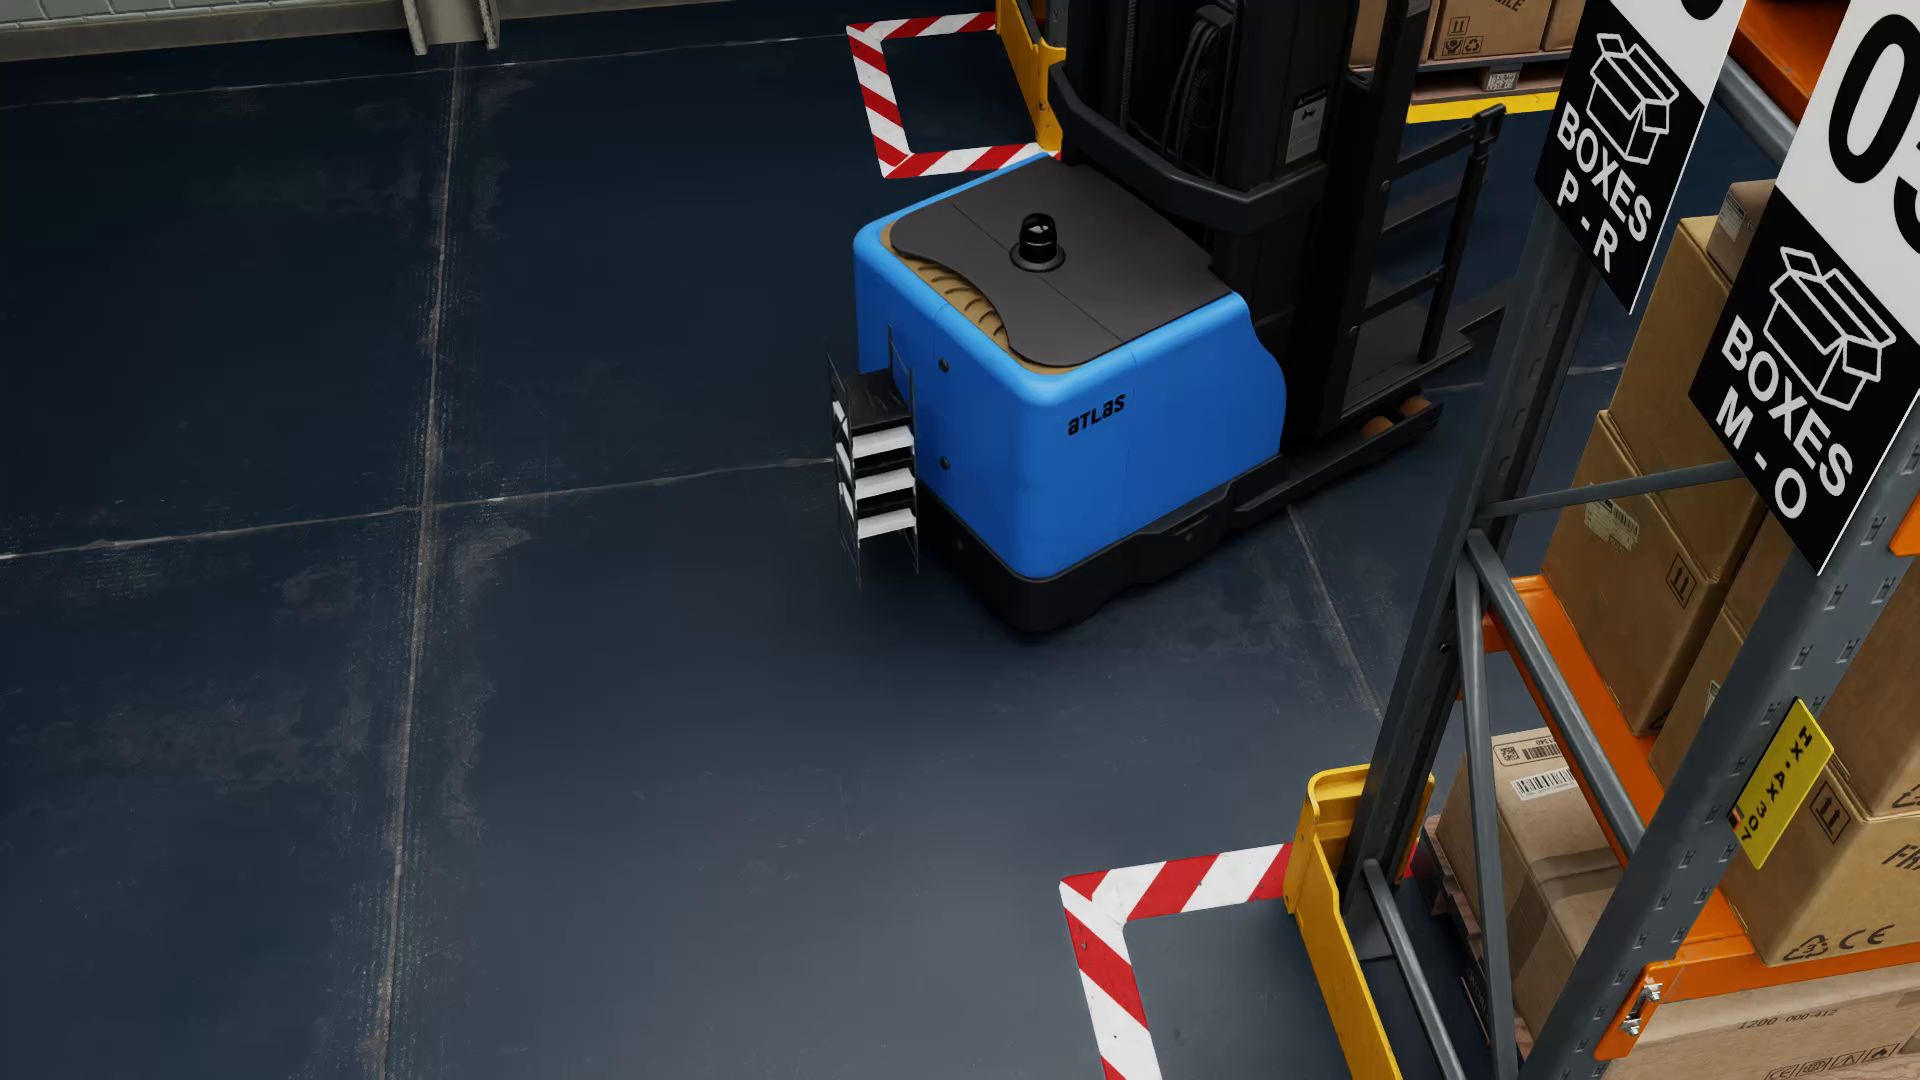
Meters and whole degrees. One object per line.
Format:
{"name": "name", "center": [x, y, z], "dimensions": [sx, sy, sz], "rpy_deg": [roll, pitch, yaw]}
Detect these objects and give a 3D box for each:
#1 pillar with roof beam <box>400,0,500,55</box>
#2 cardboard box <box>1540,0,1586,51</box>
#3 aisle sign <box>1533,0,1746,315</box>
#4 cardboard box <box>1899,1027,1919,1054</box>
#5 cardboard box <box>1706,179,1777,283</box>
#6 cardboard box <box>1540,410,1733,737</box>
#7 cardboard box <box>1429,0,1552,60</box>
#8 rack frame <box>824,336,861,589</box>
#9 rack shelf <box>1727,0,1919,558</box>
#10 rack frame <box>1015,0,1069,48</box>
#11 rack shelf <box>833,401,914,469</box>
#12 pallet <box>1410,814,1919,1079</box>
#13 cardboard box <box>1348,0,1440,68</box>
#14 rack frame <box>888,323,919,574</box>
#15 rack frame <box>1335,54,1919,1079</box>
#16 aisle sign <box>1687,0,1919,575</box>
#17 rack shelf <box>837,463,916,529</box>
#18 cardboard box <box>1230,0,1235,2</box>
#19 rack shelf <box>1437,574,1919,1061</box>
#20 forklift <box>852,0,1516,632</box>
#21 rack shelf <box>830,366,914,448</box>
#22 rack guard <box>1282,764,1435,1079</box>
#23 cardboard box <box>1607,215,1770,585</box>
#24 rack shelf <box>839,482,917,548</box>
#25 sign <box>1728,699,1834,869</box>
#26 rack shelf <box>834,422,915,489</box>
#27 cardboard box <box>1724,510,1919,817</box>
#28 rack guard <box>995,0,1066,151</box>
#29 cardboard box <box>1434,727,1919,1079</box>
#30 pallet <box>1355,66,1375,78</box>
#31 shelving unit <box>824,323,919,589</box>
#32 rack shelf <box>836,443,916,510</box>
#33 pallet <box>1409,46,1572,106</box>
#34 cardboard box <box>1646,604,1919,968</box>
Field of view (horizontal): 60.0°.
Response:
{"name": "pillar with roof beam", "center": [-1.720, -2.532, 1.941], "dimensions": [0.400, 9.000, 9.100], "rpy_deg": [-7, 46, -7]}
{"name": "cardboard box", "center": [2.847, -2.688, 7.701], "dimensions": [0.500, 0.500, 0.700], "rpy_deg": [-9, 47, -8]}
{"name": "aisle sign", "center": [1.083, -0.789, 2.622], "dimensions": [0.004, 0.787, 0.394], "rpy_deg": [-7, 46, -7]}
{"name": "cardboard box", "center": [2.740, 0.797, 4.386], "dimensions": [0.875, 0.438, 0.875], "rpy_deg": [-6, 46, -6]}
{"name": "cardboard box", "center": [1.526, -0.468, 2.904], "dimensions": [0.250, 0.149, 0.380], "rpy_deg": [-7, 46, -6]}
{"name": "cardboard box", "center": [1.637, 0.043, 3.556], "dimensions": [0.500, 0.500, 0.500], "rpy_deg": [-7, 46, -7]}
{"name": "cardboard box", "center": [2.362, -2.555, 7.573], "dimensions": [0.500, 0.500, 0.500], "rpy_deg": [-6, 46, -6]}
{"name": "rack frame", "center": [-0.374, -0.231, 5.347], "dimensions": [0.006, 0.900, 0.240], "rpy_deg": [-14, 48, -13]}
{"name": "rack shelf", "center": [3.177, -0.712, 2.770], "dimensions": [4.000, 0.370, 1.077], "rpy_deg": [-7, 46, -7]}
{"name": "rack frame", "center": [0.357, -3.197, 6.747], "dimensions": [0.127, 3.000, 1.000], "rpy_deg": [-7, 46, -7]}
{"name": "rack shelf", "center": [-0.278, -0.356, 5.265], "dimensions": [0.200, 0.077, 0.258], "rpy_deg": [-14, 48, -13]}
{"name": "pallet", "center": [1.981, 1.138, 4.507], "dimensions": [1.213, 0.211, 1.003], "rpy_deg": [-7, 46, -7]}
{"name": "cardboard box", "center": [1.824, -2.561, 7.579], "dimensions": [0.500, 0.500, 0.700], "rpy_deg": [-5, 46, -5]}
{"name": "rack frame", "center": [-0.182, -0.278, 5.393], "dimensions": [0.006, 0.900, 0.240], "rpy_deg": [-14, 48, -13]}
{"name": "rack frame", "center": [1.207, 0.324, 3.354], "dimensions": [0.127, 3.000, 1.000], "rpy_deg": [-7, 46, -7]}
{"name": "aisle sign", "center": [1.185, -0.363, 2.211], "dimensions": [0.004, 0.787, 0.394], "rpy_deg": [-7, 46, -7]}
{"name": "rack shelf", "center": [-0.278, -0.169, 5.459], "dimensions": [0.200, 0.077, 0.258], "rpy_deg": [-14, 48, -13]}
{"name": "cardboard box", "center": [0.975, -2.485, 7.503], "dimensions": [0.637, 0.503, 0.797], "rpy_deg": [-9, 47, -8]}
{"name": "rack shelf", "center": [3.177, 0.329, 3.850], "dimensions": [4.000, 0.370, 1.077], "rpy_deg": [-7, 46, -7]}
{"name": "forklift", "center": [1.140, -1.582, 5.239], "dimensions": [3.031, 2.935, 1.130], "rpy_deg": [-27, 52, -24]}
{"name": "rack shelf", "center": [-0.278, -0.419, 5.200], "dimensions": [0.200, 0.077, 0.258], "rpy_deg": [-14, 48, -13]}
{"name": "rack guard", "center": [1.183, 1.195, 4.252], "dimensions": [0.348, 0.500, 1.175], "rpy_deg": [-7, 46, -7]}
{"name": "cardboard box", "center": [1.641, -0.285, 3.178], "dimensions": [0.500, 0.500, 0.500], "rpy_deg": [-6, 46, -5]}
{"name": "rack shelf", "center": [-0.278, -0.106, 5.524], "dimensions": [0.200, 0.077, 0.258], "rpy_deg": [-14, 48, -13]}
{"name": "sign", "center": [1.295, 0.391, 2.634], "dimensions": [0.005, 0.325, 0.100], "rpy_deg": [-7, 46, -7]}
{"name": "rack shelf", "center": [-0.278, -0.294, 5.329], "dimensions": [0.200, 0.077, 0.258], "rpy_deg": [-14, 48, -13]}
{"name": "cardboard box", "center": [1.728, 0.086, 2.820], "dimensions": [0.500, 0.500, 0.500], "rpy_deg": [-8, 47, -8]}
{"name": "rack guard", "center": [0.431, -2.339, 7.657], "dimensions": [0.348, 0.500, 1.175], "rpy_deg": [-7, 46, -7]}
{"name": "cardboard box", "center": [1.840, 0.916, 4.272], "dimensions": [0.875, 0.438, 0.875], "rpy_deg": [-9, 47, -8]}
{"name": "pallet", "center": [1.217, -2.337, 7.856], "dimensions": [1.213, 0.211, 1.003], "rpy_deg": [-7, 46, -7]}
{"name": "shelving unit", "center": [-0.278, -0.254, 5.370], "dimensions": [0.210, 0.900, 0.258], "rpy_deg": [-14, 48, -13]}
{"name": "rack shelf", "center": [-0.278, -0.231, 5.394], "dimensions": [0.200, 0.077, 0.258], "rpy_deg": [-14, 48, -13]}
{"name": "pallet", "center": [2.416, -2.485, 7.998], "dimensions": [1.213, 0.211, 1.003], "rpy_deg": [-7, 46, -7]}
{"name": "cardboard box", "center": [1.729, 0.435, 3.179], "dimensions": [0.500, 0.500, 0.500], "rpy_deg": [-7, 47, -7]}
